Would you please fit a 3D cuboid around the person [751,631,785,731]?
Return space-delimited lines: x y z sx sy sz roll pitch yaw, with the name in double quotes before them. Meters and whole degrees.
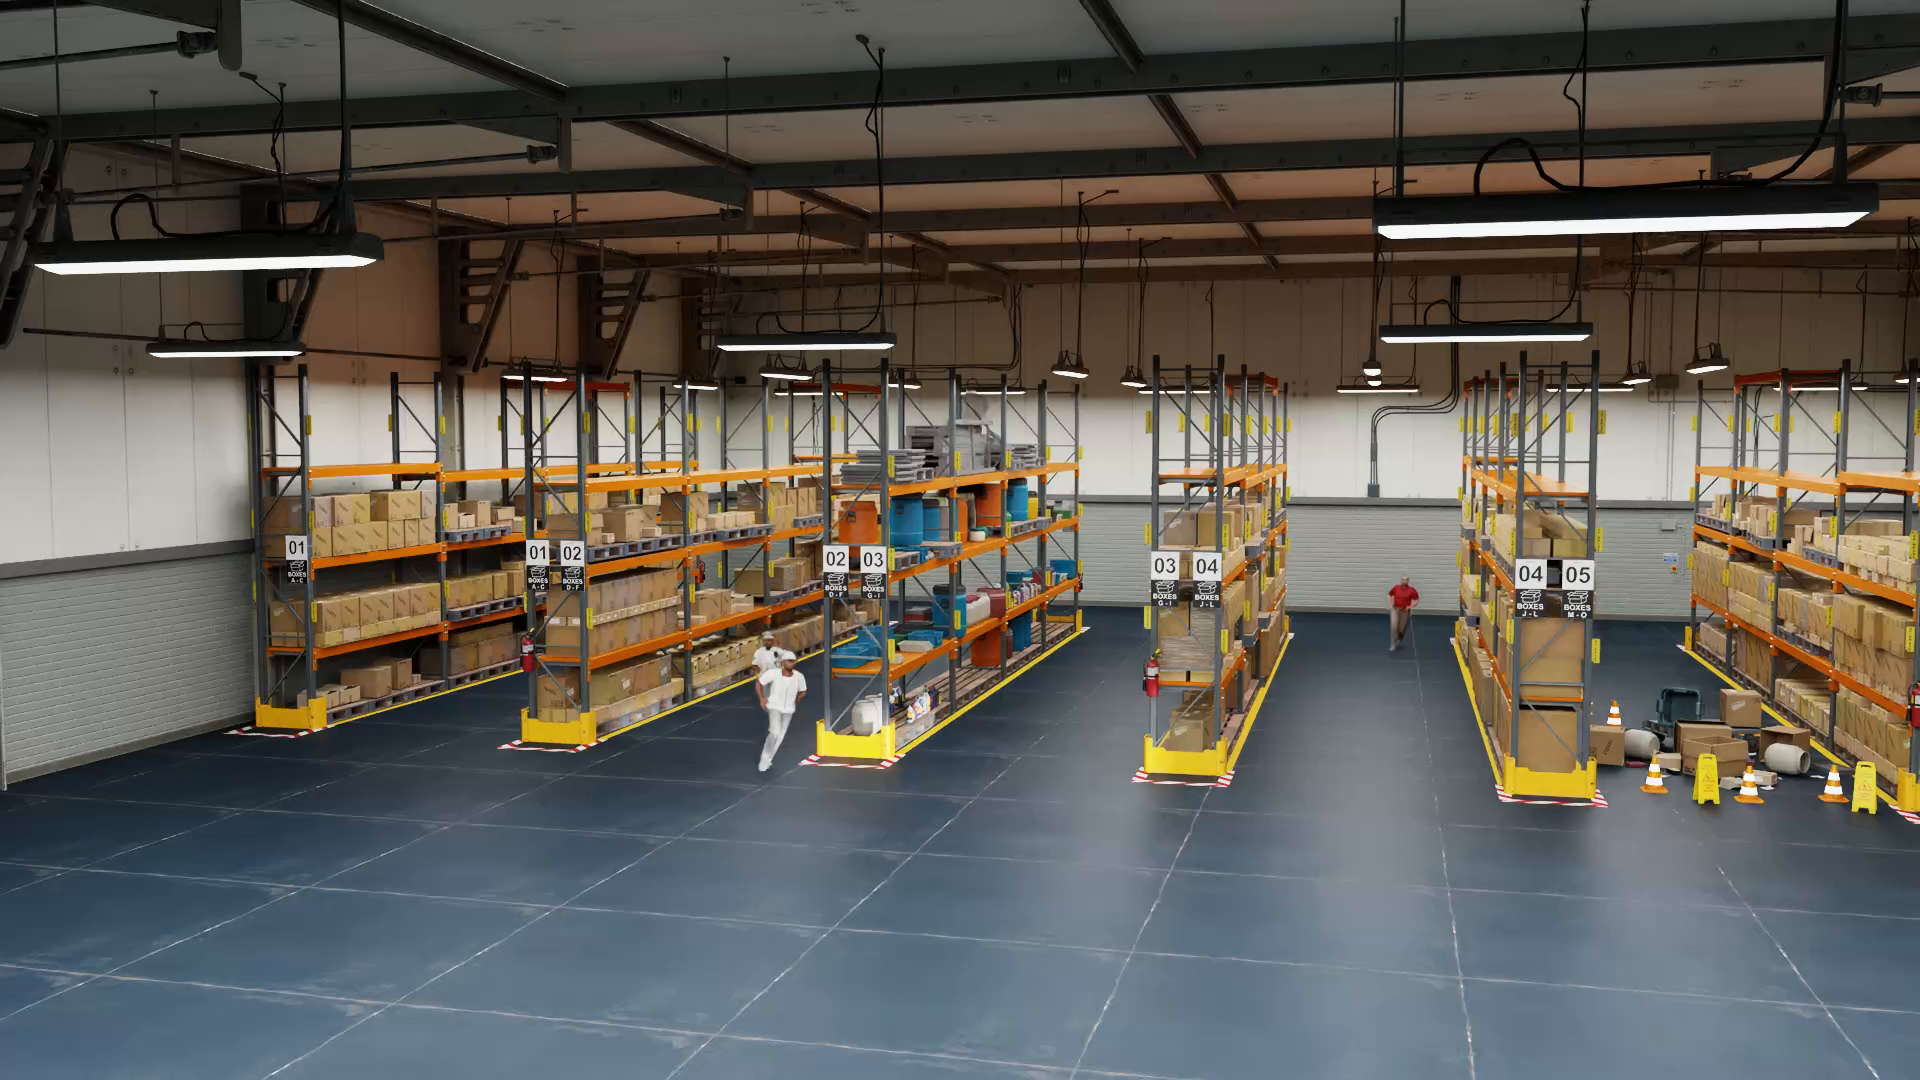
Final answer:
"person" -3.058 2.322 26.677 0.568 1.754 0.767 1 4 11

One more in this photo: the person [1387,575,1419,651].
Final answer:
"person" 9.875 1.623 37.116 0.705 1.684 0.707 2 4 23

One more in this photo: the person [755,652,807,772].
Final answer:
"person" -2.591 2.487 24.198 0.760 1.732 0.667 -2 4 -25
